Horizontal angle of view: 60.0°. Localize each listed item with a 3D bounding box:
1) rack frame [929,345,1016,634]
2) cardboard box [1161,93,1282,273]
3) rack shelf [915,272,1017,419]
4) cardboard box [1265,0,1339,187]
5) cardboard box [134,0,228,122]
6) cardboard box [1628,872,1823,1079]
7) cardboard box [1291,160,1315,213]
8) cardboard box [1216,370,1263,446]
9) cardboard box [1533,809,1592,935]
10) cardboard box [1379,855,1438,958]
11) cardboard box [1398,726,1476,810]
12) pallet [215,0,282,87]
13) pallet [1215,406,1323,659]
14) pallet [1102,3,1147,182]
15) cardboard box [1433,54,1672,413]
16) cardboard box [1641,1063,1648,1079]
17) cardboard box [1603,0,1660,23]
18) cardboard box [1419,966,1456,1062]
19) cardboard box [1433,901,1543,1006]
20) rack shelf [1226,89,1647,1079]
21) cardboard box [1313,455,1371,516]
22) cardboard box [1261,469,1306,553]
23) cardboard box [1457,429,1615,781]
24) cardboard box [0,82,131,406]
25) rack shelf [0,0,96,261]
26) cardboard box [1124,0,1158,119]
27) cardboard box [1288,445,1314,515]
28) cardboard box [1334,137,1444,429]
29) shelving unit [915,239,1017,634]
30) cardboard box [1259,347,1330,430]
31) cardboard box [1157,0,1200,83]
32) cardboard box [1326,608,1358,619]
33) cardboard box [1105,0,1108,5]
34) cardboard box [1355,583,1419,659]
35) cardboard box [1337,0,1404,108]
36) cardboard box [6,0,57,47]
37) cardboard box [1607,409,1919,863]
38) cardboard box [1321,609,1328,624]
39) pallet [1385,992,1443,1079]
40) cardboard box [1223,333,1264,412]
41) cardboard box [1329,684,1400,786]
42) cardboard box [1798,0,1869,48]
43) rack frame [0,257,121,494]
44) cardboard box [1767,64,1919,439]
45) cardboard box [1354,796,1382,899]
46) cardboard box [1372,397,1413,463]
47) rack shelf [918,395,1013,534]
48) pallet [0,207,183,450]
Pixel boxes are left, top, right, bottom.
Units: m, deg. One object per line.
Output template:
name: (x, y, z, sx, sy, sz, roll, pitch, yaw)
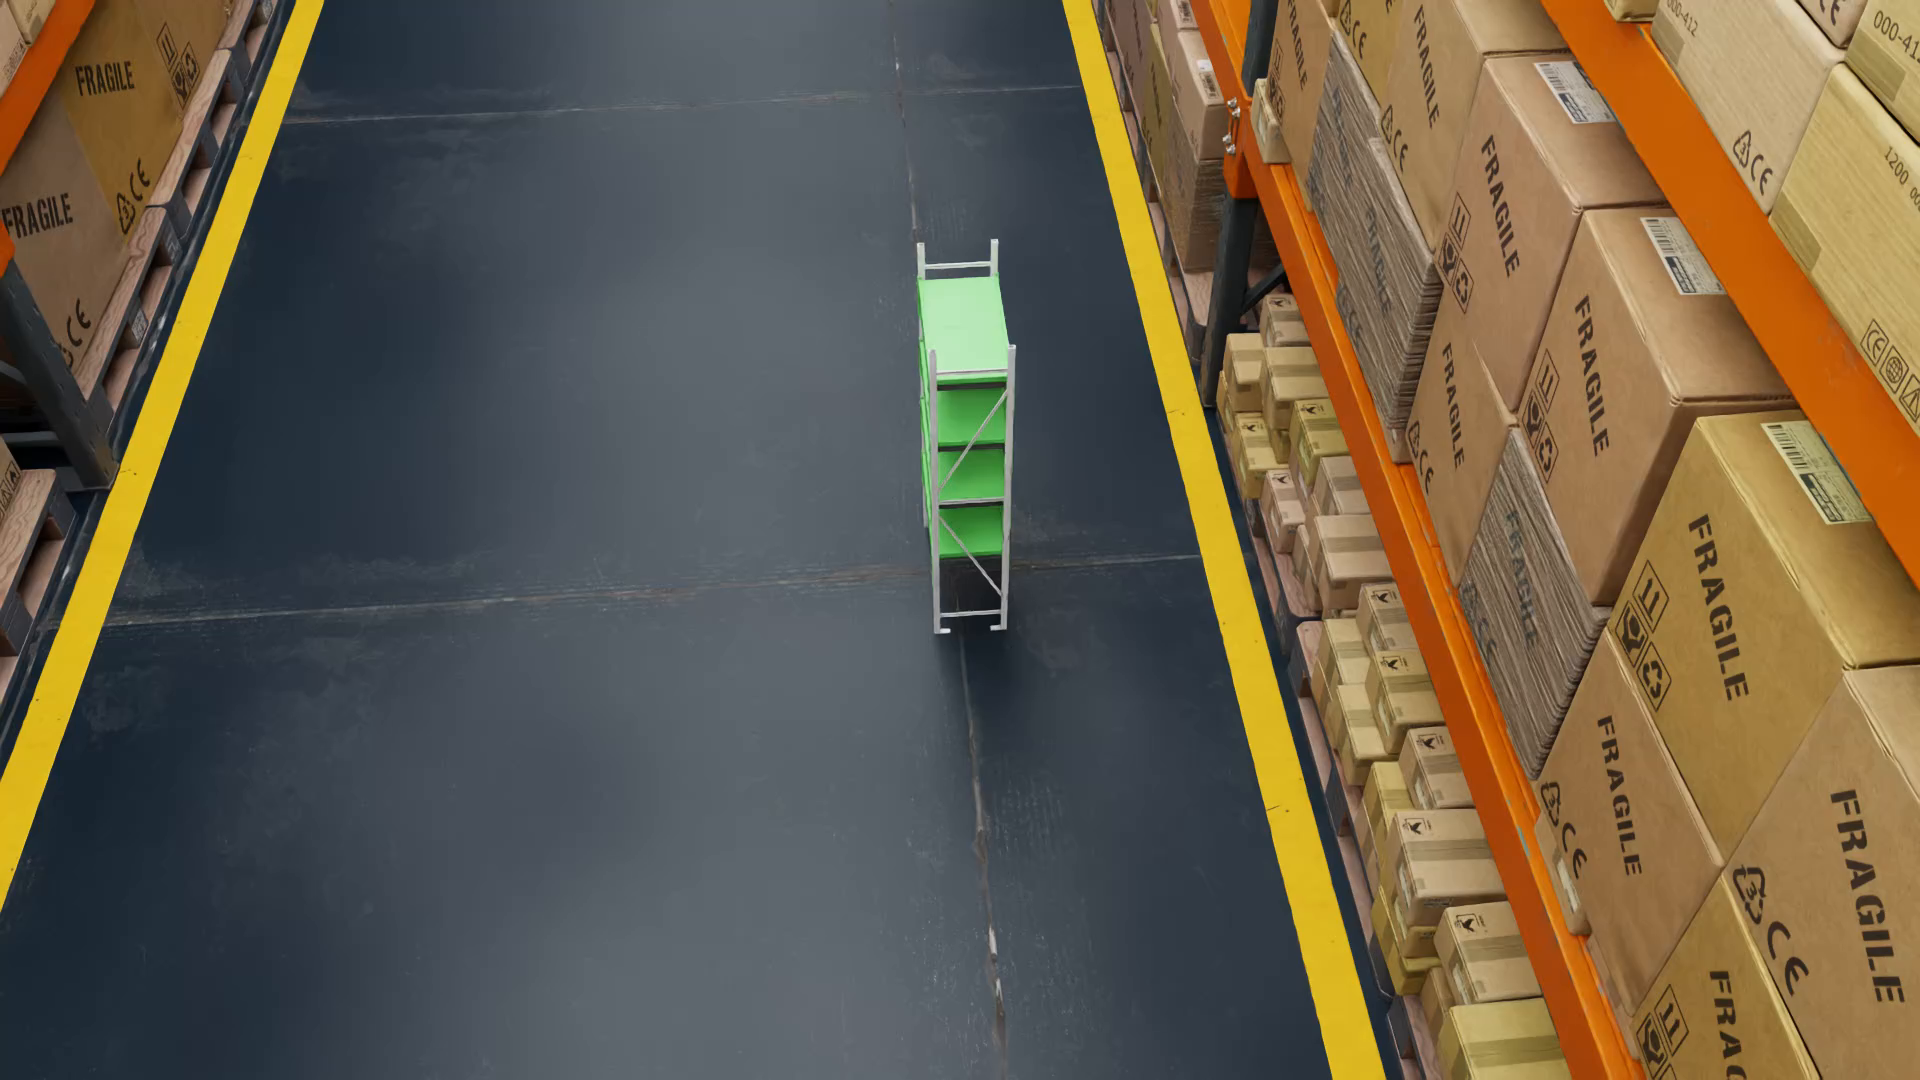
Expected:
rack frame: (0.034, -0.116, 5.034, 0.240, 1.200, 0.015, -3, 47, -3)
cardboard box: (1.090, -1.399, 6.441, 0.500, 0.500, 0.500, -4, 47, -4)
rack shelf: (0.014, -0.579, 4.899, 0.258, 0.148, 0.480, -3, 47, -3)
cardboard box: (1.194, -1.357, 4.695, 0.500, 0.500, 0.500, -4, 47, -4)
cardboard box: (-3.810, -2.377, 7.110, 0.875, 0.875, 0.875, -3, 47, -3)
cardboard box: (1.444, 0.854, 2.601, 0.500, 0.500, 0.500, -3, 47, -2)
cardboard box: (1.197, -1.100, 4.899, 0.380, 0.149, 0.250, -2, 47, -2)
cardboard box: (1.114, -0.475, 5.808, 0.380, 0.149, 0.250, -5, 47, -5)
cardboard box: (1.365, 0.622, 3.268, 0.380, 0.149, 0.250, -2, 47, -2)
cardboard box: (1.308, 0.920, 4.283, 0.380, 0.149, 0.250, -3, 47, -3)
cardboard box: (1.381, 0.619, 4.362, 0.380, 0.149, 0.250, -5, 47, -5)
pallet: (-3.865, -2.580, 8.048, 1.003, 0.211, 1.213, -3, 47, -3)
pallet: (1.495, -0.151, 5.748, 1.003, 0.211, 1.213, -3, 47, -3)
pallet: (1.231, -2.083, 7.577, 1.003, 0.211, 1.213, -3, 47, -3)
cardboard box: (1.310, -0.621, 3.310, 0.500, 0.500, 0.500, -5, 47, -5)
cardboard box: (1.446, 0.986, 2.924, 0.380, 0.149, 0.250, -4, 47, -3)
cardboard box: (1.294, -1.105, 2.767, 0.500, 0.250, 0.500, -2, 47, -2)
cardboard box: (1.394, 1.214, 4.209, 0.380, 0.149, 0.250, -3, 47, -3)
cardboard box: (1.371, 1.008, 3.994, 0.380, 0.149, 0.250, -5, 47, -5)
rack shelf: (1.571, 0.101, 4.084, 1.077, 0.370, 4.000, -3, 47, -3)
cardboard box: (1.304, -0.130, 5.072, 0.380, 0.149, 0.250, -5, 47, -4)
cardboard box: (1.208, -0.106, 5.458, 0.380, 0.149, 0.250, -4, 47, -3)
cardboard box: (1.354, 0.115, 3.301, 0.500, 0.500, 0.500, -3, 47, -3)
cardboard box: (-3.653, -1.077, 5.878, 0.875, 0.875, 0.875, -2, 47, -2)
rack shelf: (-3.688, -2.419, 6.471, 1.077, 0.370, 4.000, -3, 47, -3)
cardboard box: (1.009, -2.141, 7.145, 0.500, 0.500, 0.500, -4, 47, -4)
cardboard box: (1.282, -0.227, 5.368, 0.380, 0.149, 0.250, -4, 47, -4)
cardboard box: (1.248, -0.633, 4.009, 0.500, 0.500, 0.500, -4, 47, -4)
shelving unit: (0.014, -0.293, 5.201, 0.258, 1.200, 0.503, -3, 47, -3)
cardboard box: (1.190, -0.498, 5.420, 0.380, 0.149, 0.250, -1, 47, -1)
cardboard box: (1.059, -2.033, 6.525, 0.500, 0.250, 0.500, -1, 47, -1)
cardboard box: (1.301, 0.169, 4.993, 0.380, 0.149, 0.250, -2, 47, -1)
cardboard box: (0.919, -2.882, 7.846, 0.500, 0.500, 0.500, -3, 47, -3)
cardboard box: (1.349, 0.251, 4.711, 0.380, 0.149, 0.250, -5, 47, -5)
cardboard box: (1.257, -1.359, 4.009, 0.500, 0.500, 0.500, -5, 47, -4)
cardboard box: (-3.340, -1.877, 5.565, 0.500, 0.250, 0.500, -5, 47, -4)
cardboard box: (1.410, 0.137, 2.592, 0.500, 0.500, 0.500, -5, 47, -5)
cardboard box: (1.337, 0.267, 5.105, 0.380, 0.149, 0.250, -5, 47, -5)
pallet: (1.699, 1.614, 4.076, 1.003, 0.211, 1.213, -3, 47, -3)
cardboard box: (1.115, -0.578, 5.701, 0.380, 0.149, 0.250, -2, 47, -1)
cardboard box: (1.254, 0.535, 4.646, 0.380, 0.149, 0.250, -3, 47, -3)
cardboard box: (1.362, -0.910, 2.239, 0.500, 0.250, 0.500, -3, 47, -3)
rack frame: (-3.521, -1.220, 4.839, 1.000, 3.000, 0.127, -3, 47, -3)
cardboard box: (1.386, -0.361, 2.064, 0.500, 0.250, 0.500, -3, 47, -3)
cardboard box: (1.307, 0.834, 4.568, 0.380, 0.149, 0.250, -3, 47, -3)
cardboard box: (1.260, -0.333, 4.172, 0.380, 0.149, 0.250, -2, 47, -2)
rack shelf: (0.014, -0.249, 5.247, 0.258, 0.148, 0.480, -3, 47, -3)
pallet: (-3.661, -0.815, 6.376, 1.003, 0.211, 1.213, -3, 47, -3)
